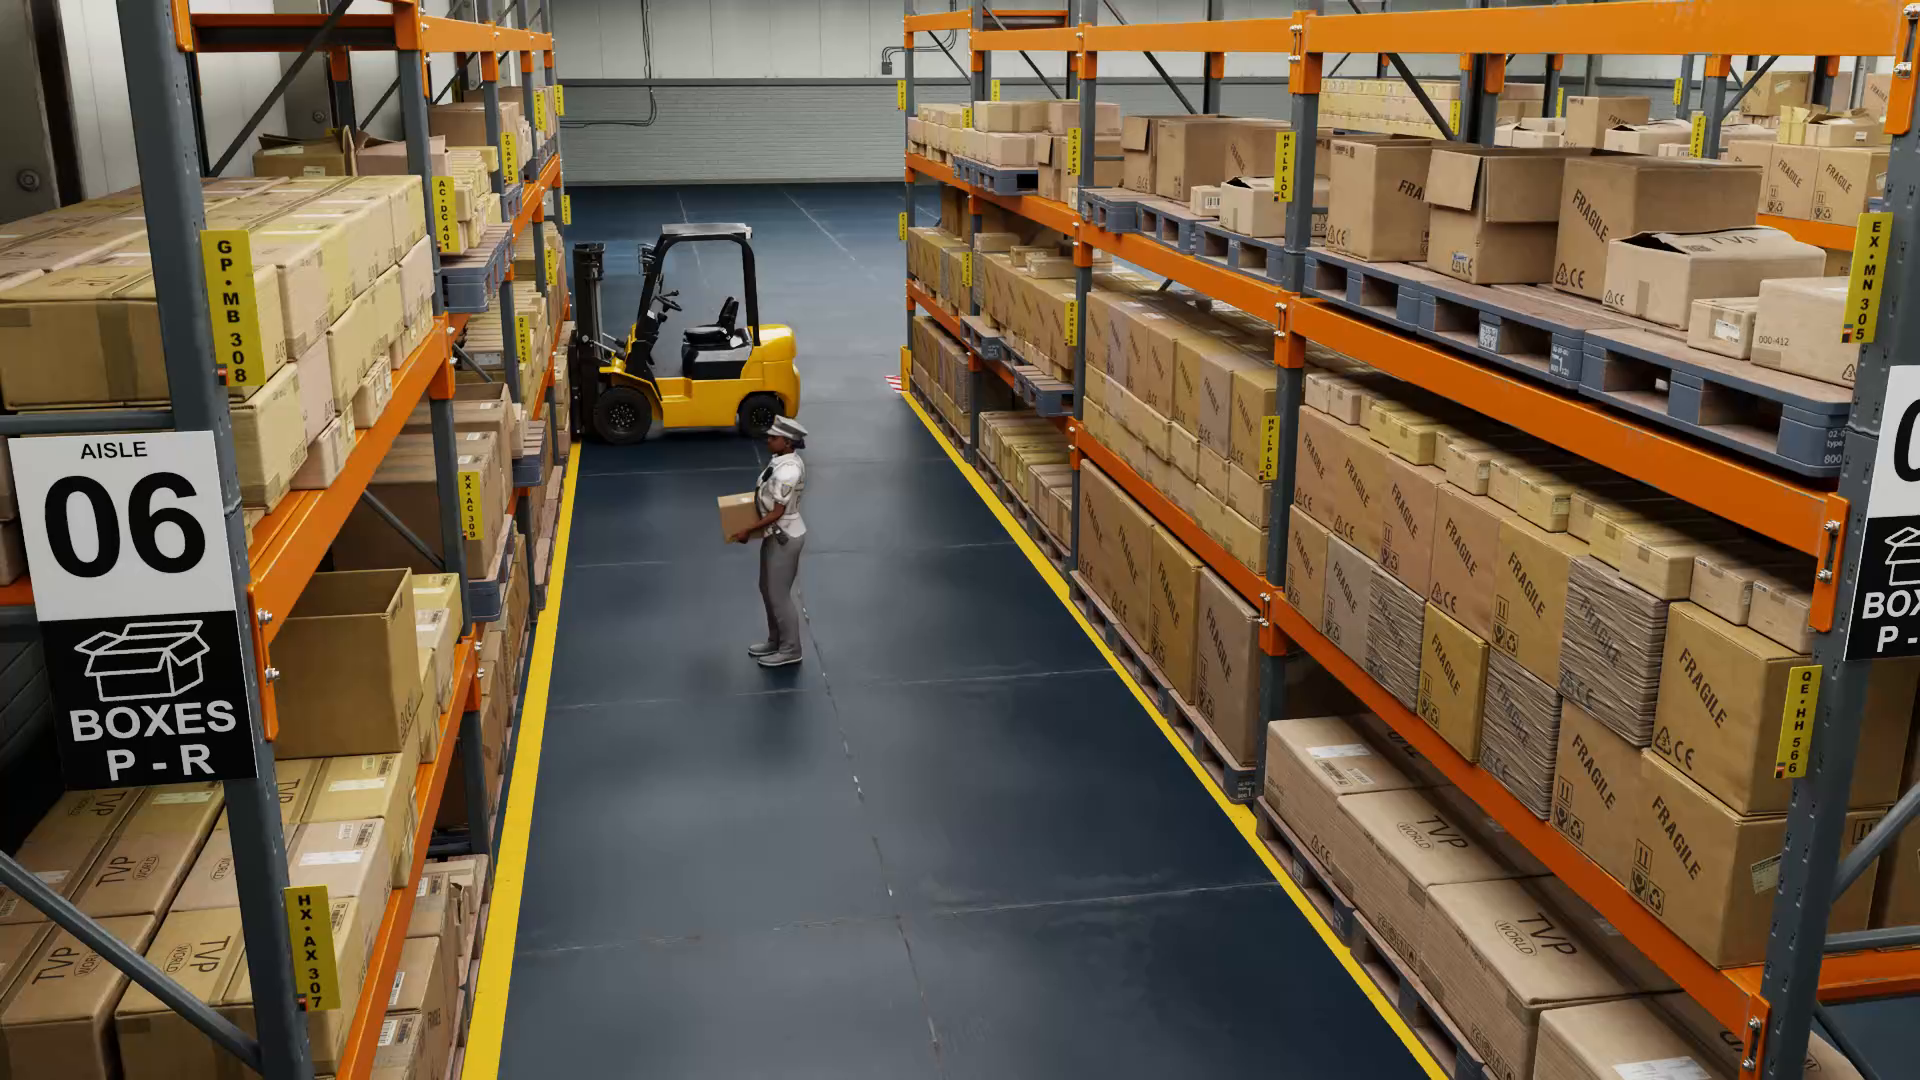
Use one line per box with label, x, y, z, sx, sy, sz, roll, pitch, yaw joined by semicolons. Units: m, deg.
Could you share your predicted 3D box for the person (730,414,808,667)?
person;-1.260;-0.009;11.019;0.540;1.688;0.450;-3;17;-10
